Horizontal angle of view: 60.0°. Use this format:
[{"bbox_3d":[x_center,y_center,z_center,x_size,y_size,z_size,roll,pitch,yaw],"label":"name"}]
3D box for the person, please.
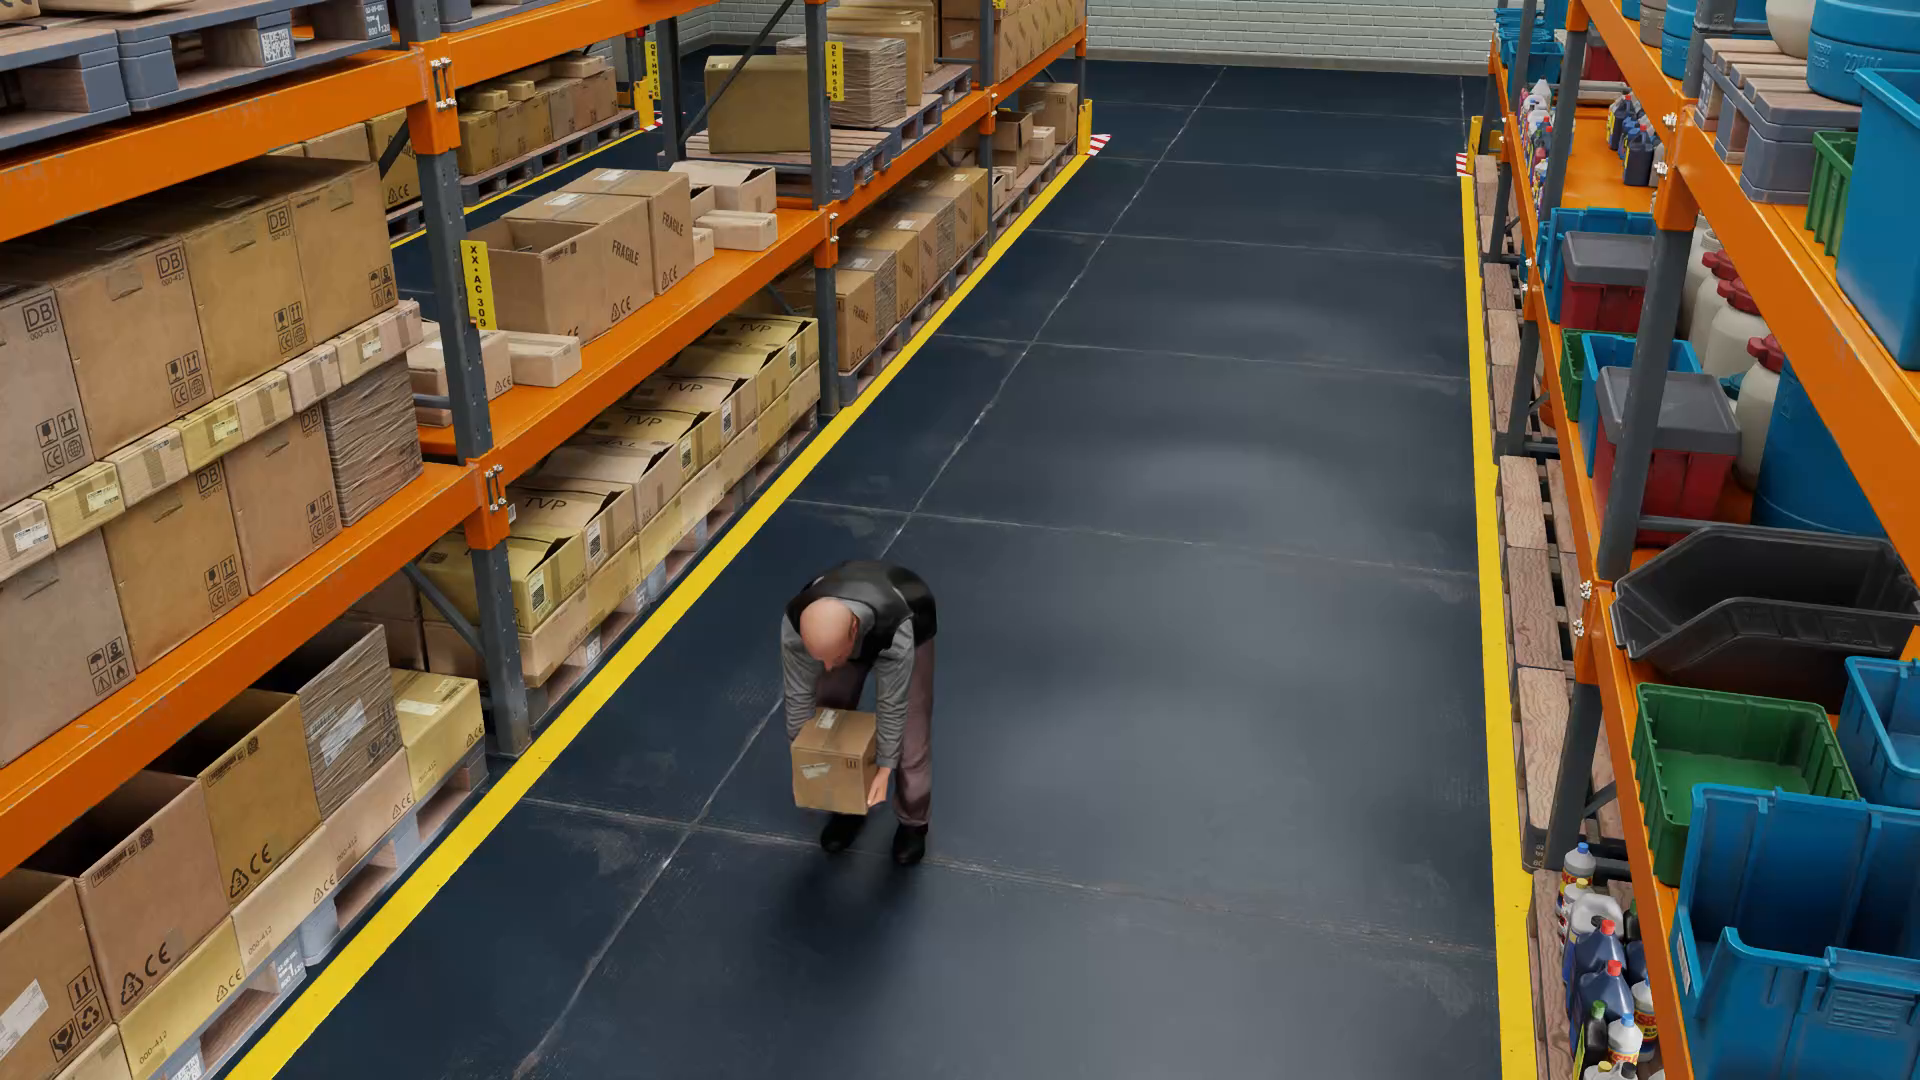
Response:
[{"bbox_3d":[-0.353,0.648,5.846,0.470,1.224,0.909,5,26,11],"label":"person"}]
